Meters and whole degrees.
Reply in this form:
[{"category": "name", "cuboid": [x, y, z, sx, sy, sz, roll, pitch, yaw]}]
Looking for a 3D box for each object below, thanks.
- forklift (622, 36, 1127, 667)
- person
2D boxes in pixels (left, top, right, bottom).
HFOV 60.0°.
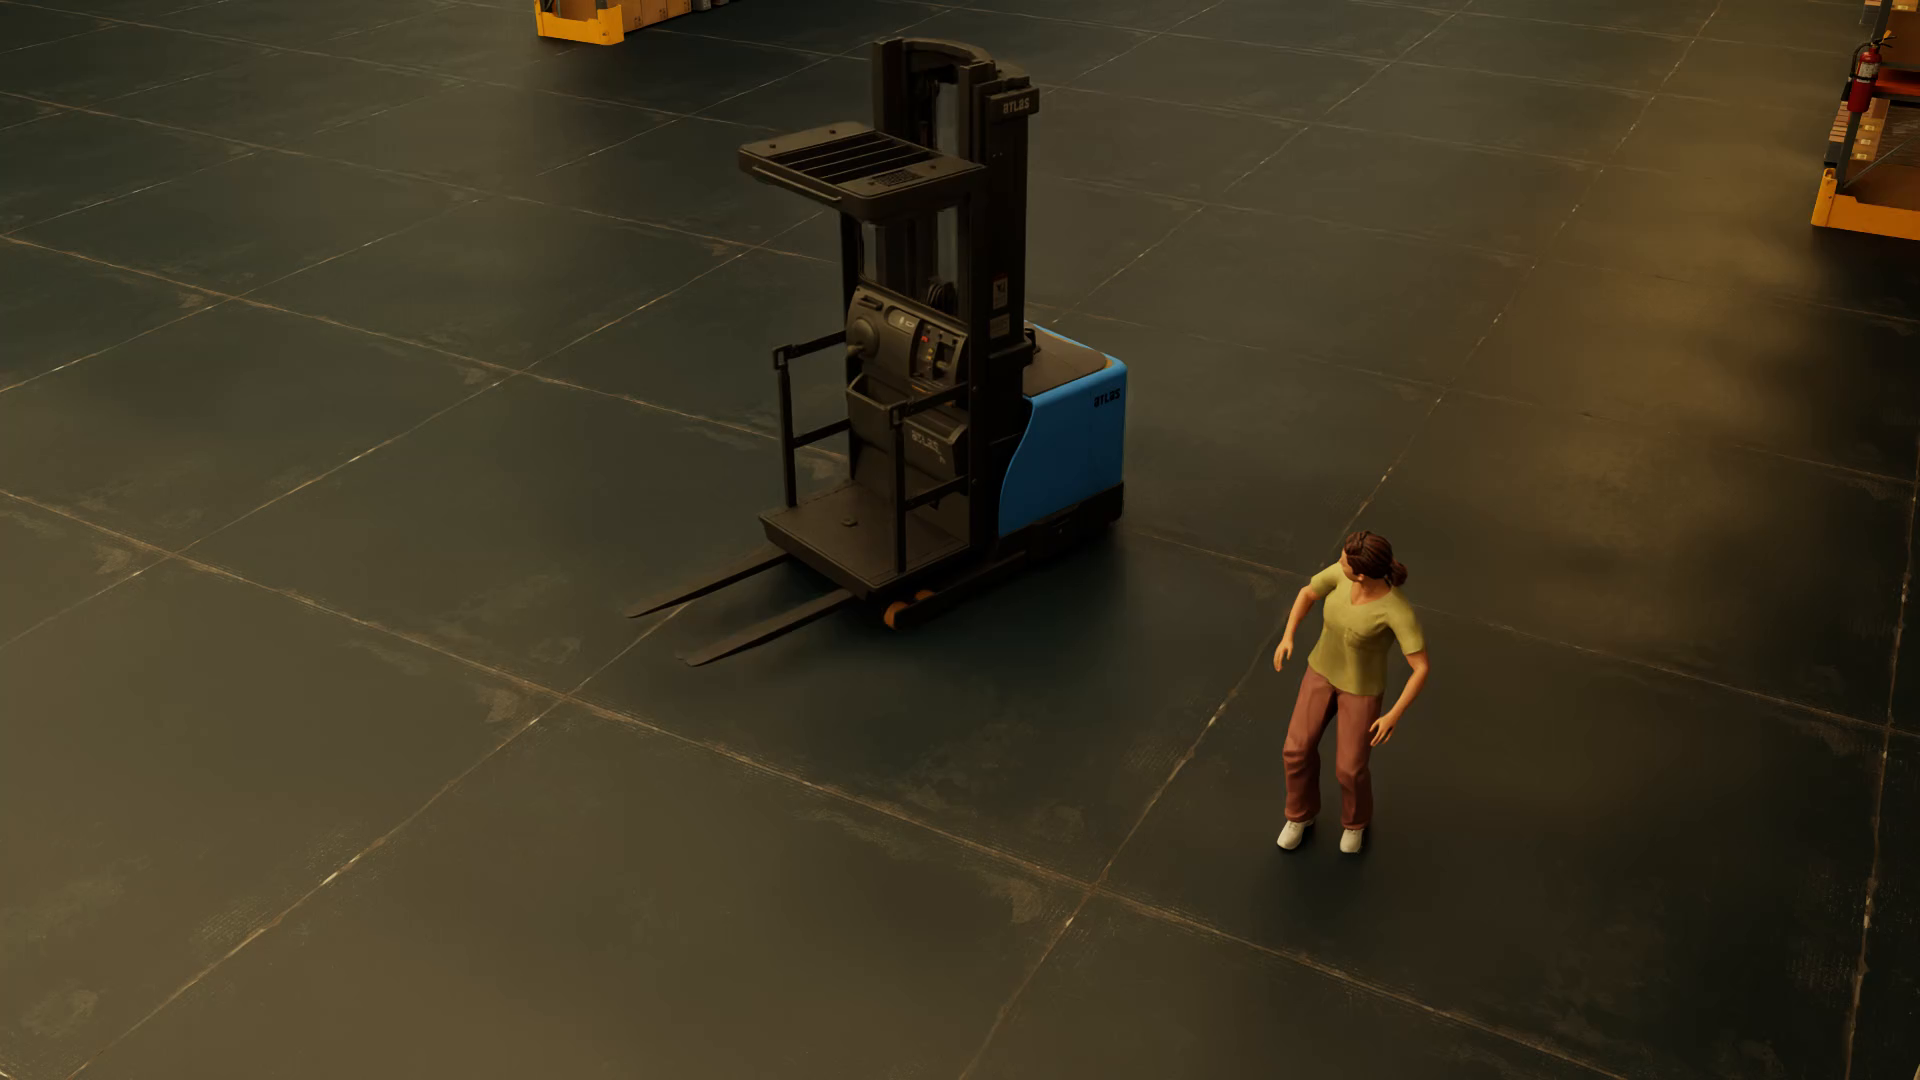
[{"category": "forklift", "cuboid": [-0.452, -1.060, 8.908, 3.031, 2.935, 1.130, -24, 38, -35]}, {"category": "person", "cuboid": [1.685, 0.669, 7.257, 0.687, 1.618, 0.477, 25, 38, 36]}]
